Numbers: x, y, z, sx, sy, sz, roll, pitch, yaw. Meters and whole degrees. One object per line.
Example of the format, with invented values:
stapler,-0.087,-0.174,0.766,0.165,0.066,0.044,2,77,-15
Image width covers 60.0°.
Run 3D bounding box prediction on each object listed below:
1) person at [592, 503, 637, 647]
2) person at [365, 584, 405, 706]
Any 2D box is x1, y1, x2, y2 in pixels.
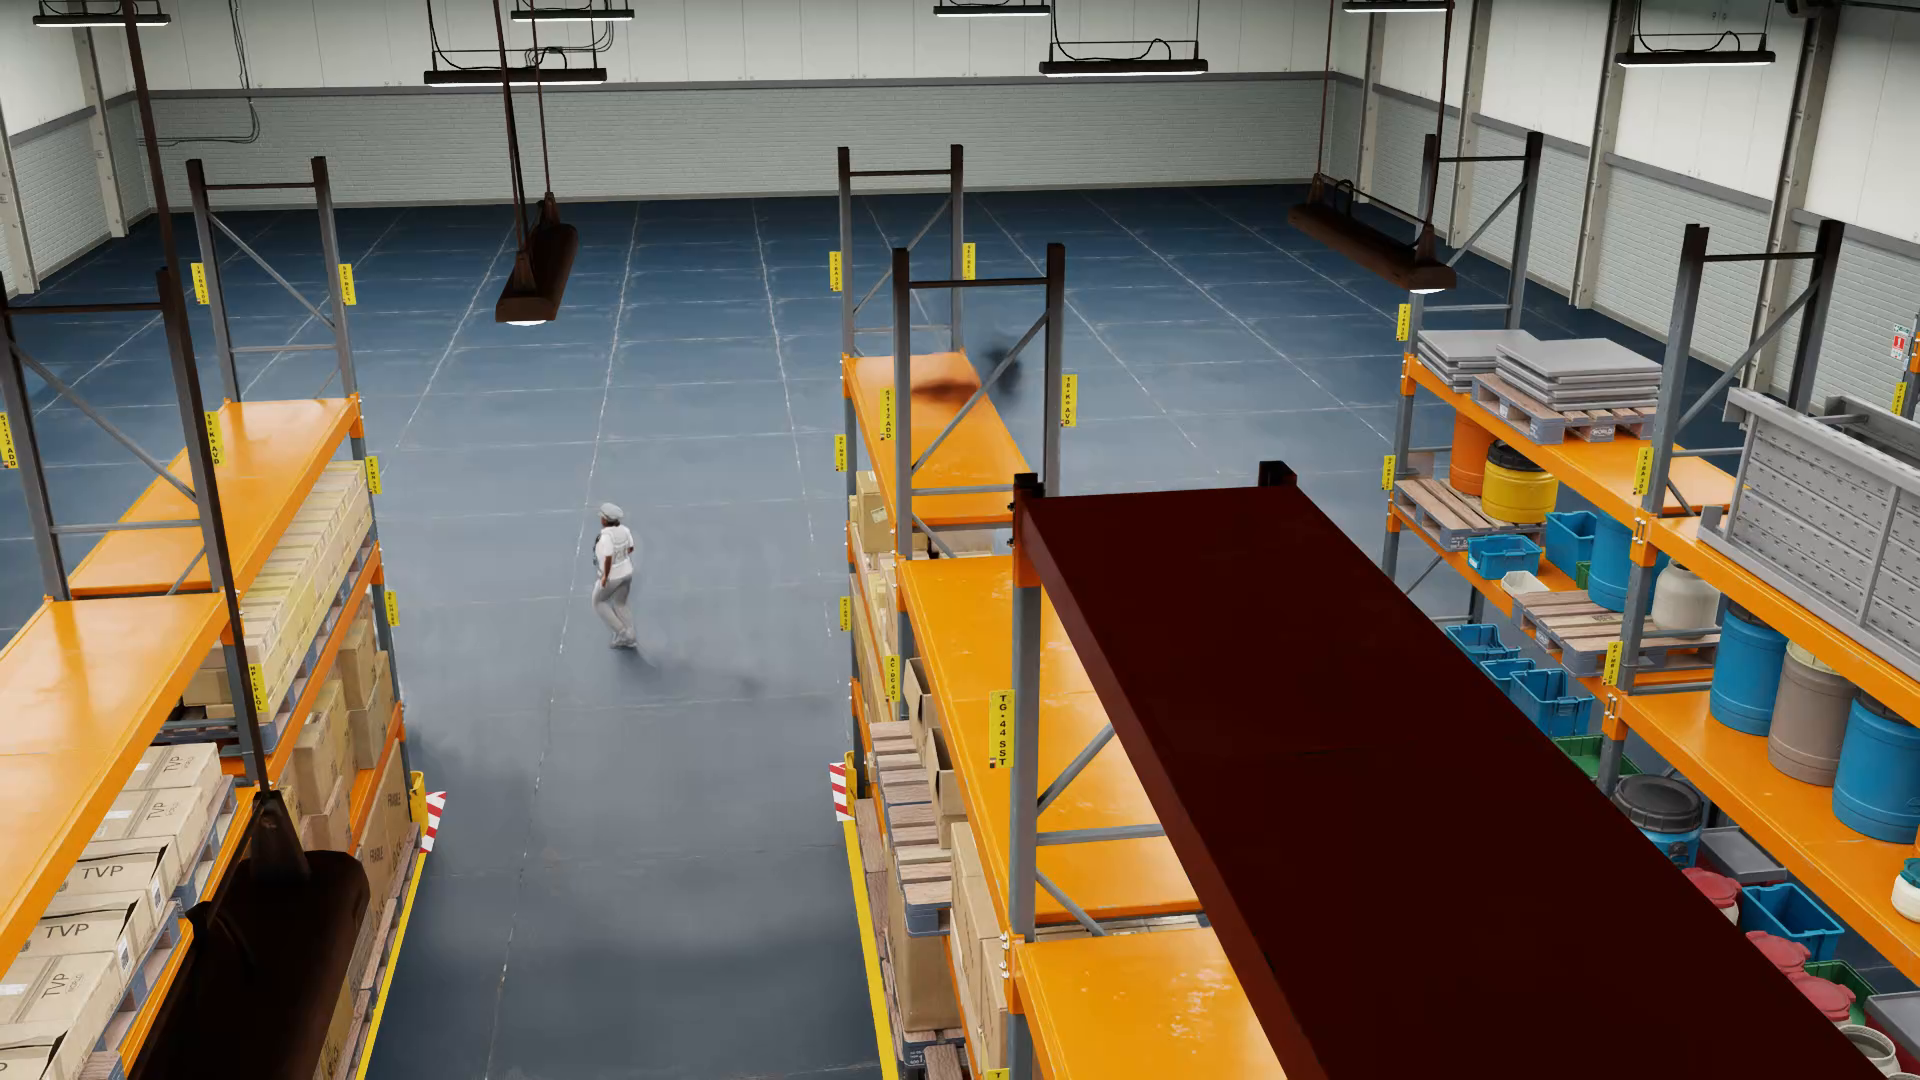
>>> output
person,-3.854,0.380,18.413,0.571,1.663,0.578,14,25,31
person,-6.094,0.995,16.719,0.977,1.785,0.692,17,27,37
